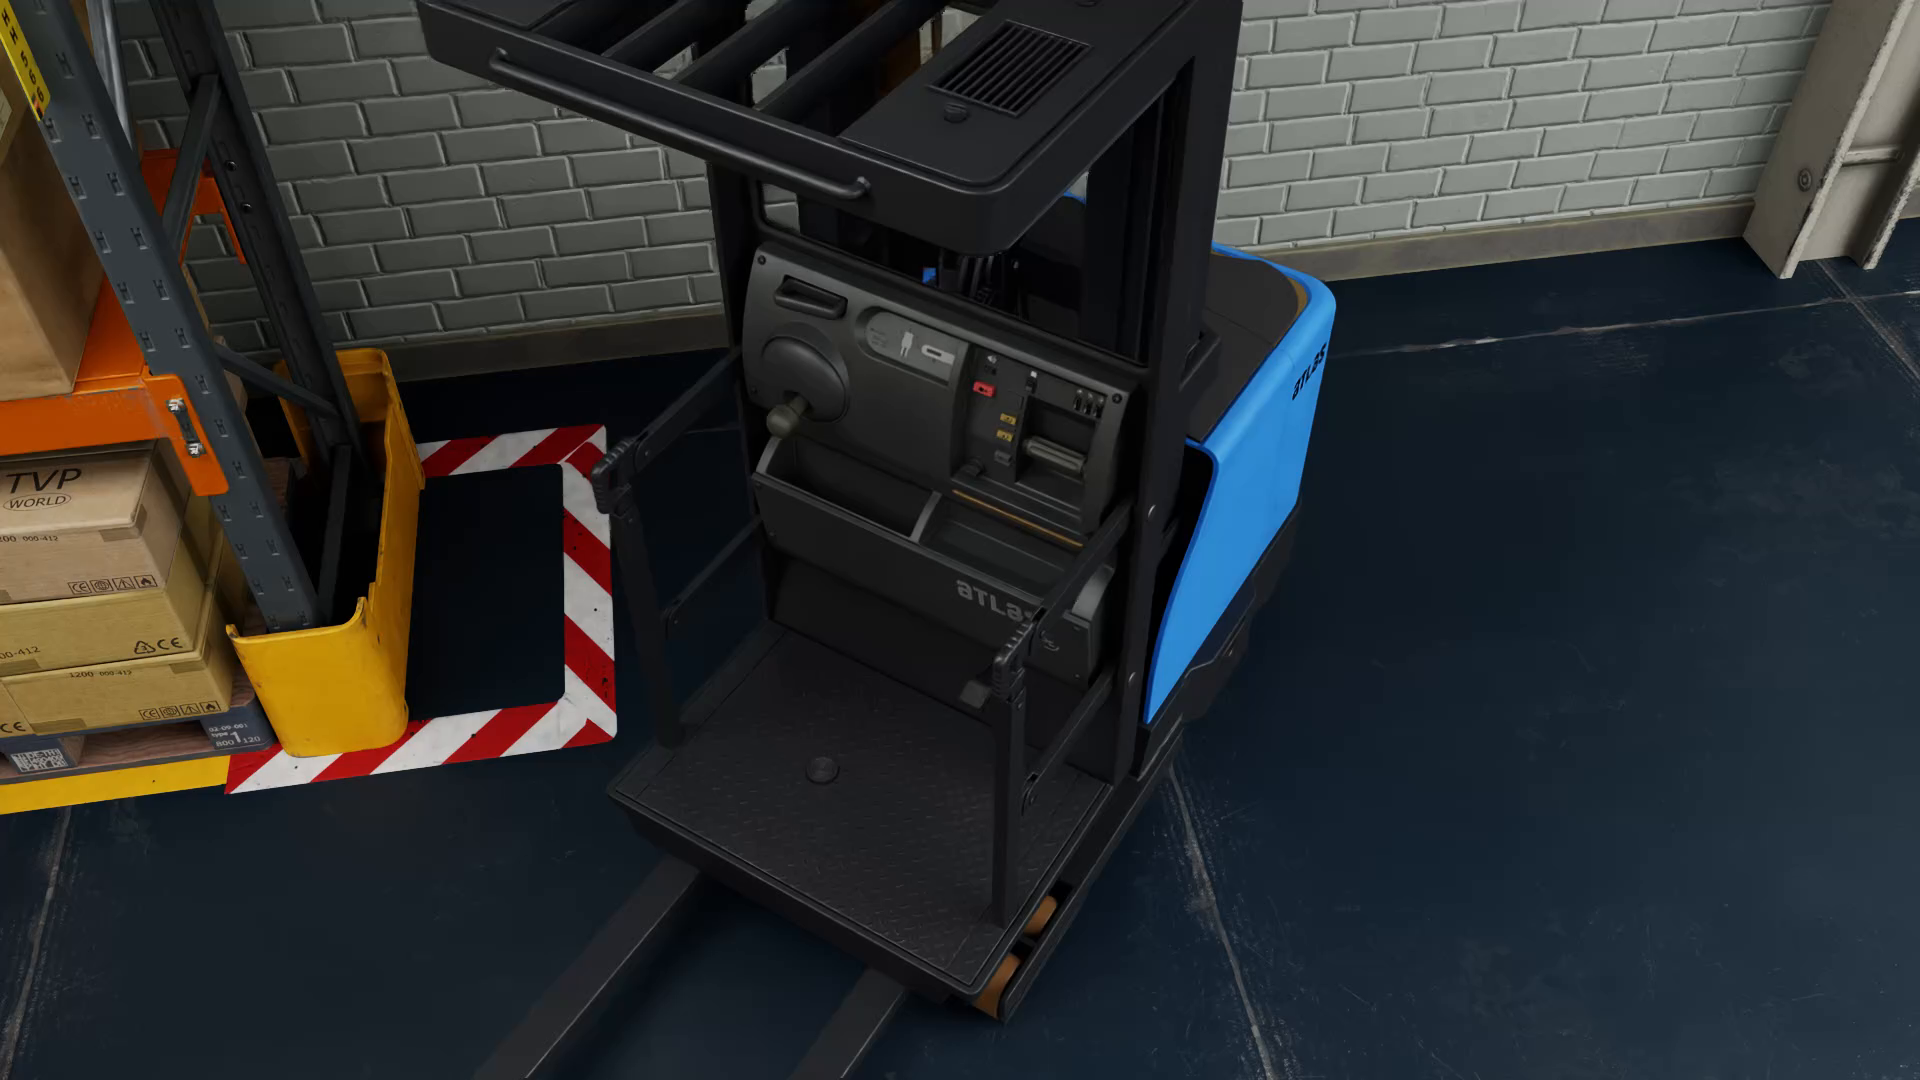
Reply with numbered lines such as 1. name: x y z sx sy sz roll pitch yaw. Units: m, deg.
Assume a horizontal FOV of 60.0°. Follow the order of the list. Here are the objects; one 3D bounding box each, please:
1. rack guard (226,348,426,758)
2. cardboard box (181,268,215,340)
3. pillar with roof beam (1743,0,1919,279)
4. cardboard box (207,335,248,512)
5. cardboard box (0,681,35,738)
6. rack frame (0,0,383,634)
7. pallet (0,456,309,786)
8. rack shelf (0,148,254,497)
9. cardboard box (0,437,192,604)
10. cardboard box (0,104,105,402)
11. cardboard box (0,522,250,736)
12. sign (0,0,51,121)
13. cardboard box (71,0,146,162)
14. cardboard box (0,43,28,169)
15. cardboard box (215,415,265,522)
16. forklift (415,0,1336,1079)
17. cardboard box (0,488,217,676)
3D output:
1. rack guard: -1.834 0.009 4.894 0.348 0.500 1.175 -7 46 -7
2. cardboard box: -2.363 -0.469 4.542 0.500 0.250 0.500 -8 47 -7
3. pillar with roof beam: 3.949 -1.173 0.131 0.400 9.000 9.100 -7 46 -7
4. cardboard box: -2.356 -0.310 4.736 0.500 0.250 0.500 -6 46 -6
5. cardboard box: -2.758 0.289 4.506 0.500 0.250 0.500 -7 46 -7
6. rack frame: -1.858 -0.855 3.991 0.127 3.000 1.000 -7 46 -7
7. pallet: -2.604 0.236 4.876 1.213 0.211 1.003 -7 46 -7
8. rack shelf: -3.828 -0.360 4.013 4.000 0.370 1.077 -7 46 -7
9. cardboard box: -2.258 -0.116 4.202 0.500 0.250 0.500 -6 46 -5
10. cardboard box: -2.298 -0.643 3.717 0.500 0.500 0.500 -8 47 -8
11. cardboard box: -2.267 0.235 4.558 0.500 0.250 0.500 -7 46 -7
12. sign: -1.779 -0.952 3.116 0.005 0.325 0.100 -7 46 -7
13. cardboard box: -2.393 -1.026 4.086 0.500 0.500 0.500 -6 46 -5
14. cardboard box: -2.151 -0.874 3.489 0.250 0.149 0.380 -6 46 -6
15. cardboard box: -2.375 -0.125 4.906 0.500 0.250 0.500 -7 46 -7
16. forklift: -0.182 -0.231 3.438 1.130 2.935 3.031 24 51 21
17. cardboard box: -2.284 0.061 4.379 0.500 0.250 0.500 -8 47 -7
